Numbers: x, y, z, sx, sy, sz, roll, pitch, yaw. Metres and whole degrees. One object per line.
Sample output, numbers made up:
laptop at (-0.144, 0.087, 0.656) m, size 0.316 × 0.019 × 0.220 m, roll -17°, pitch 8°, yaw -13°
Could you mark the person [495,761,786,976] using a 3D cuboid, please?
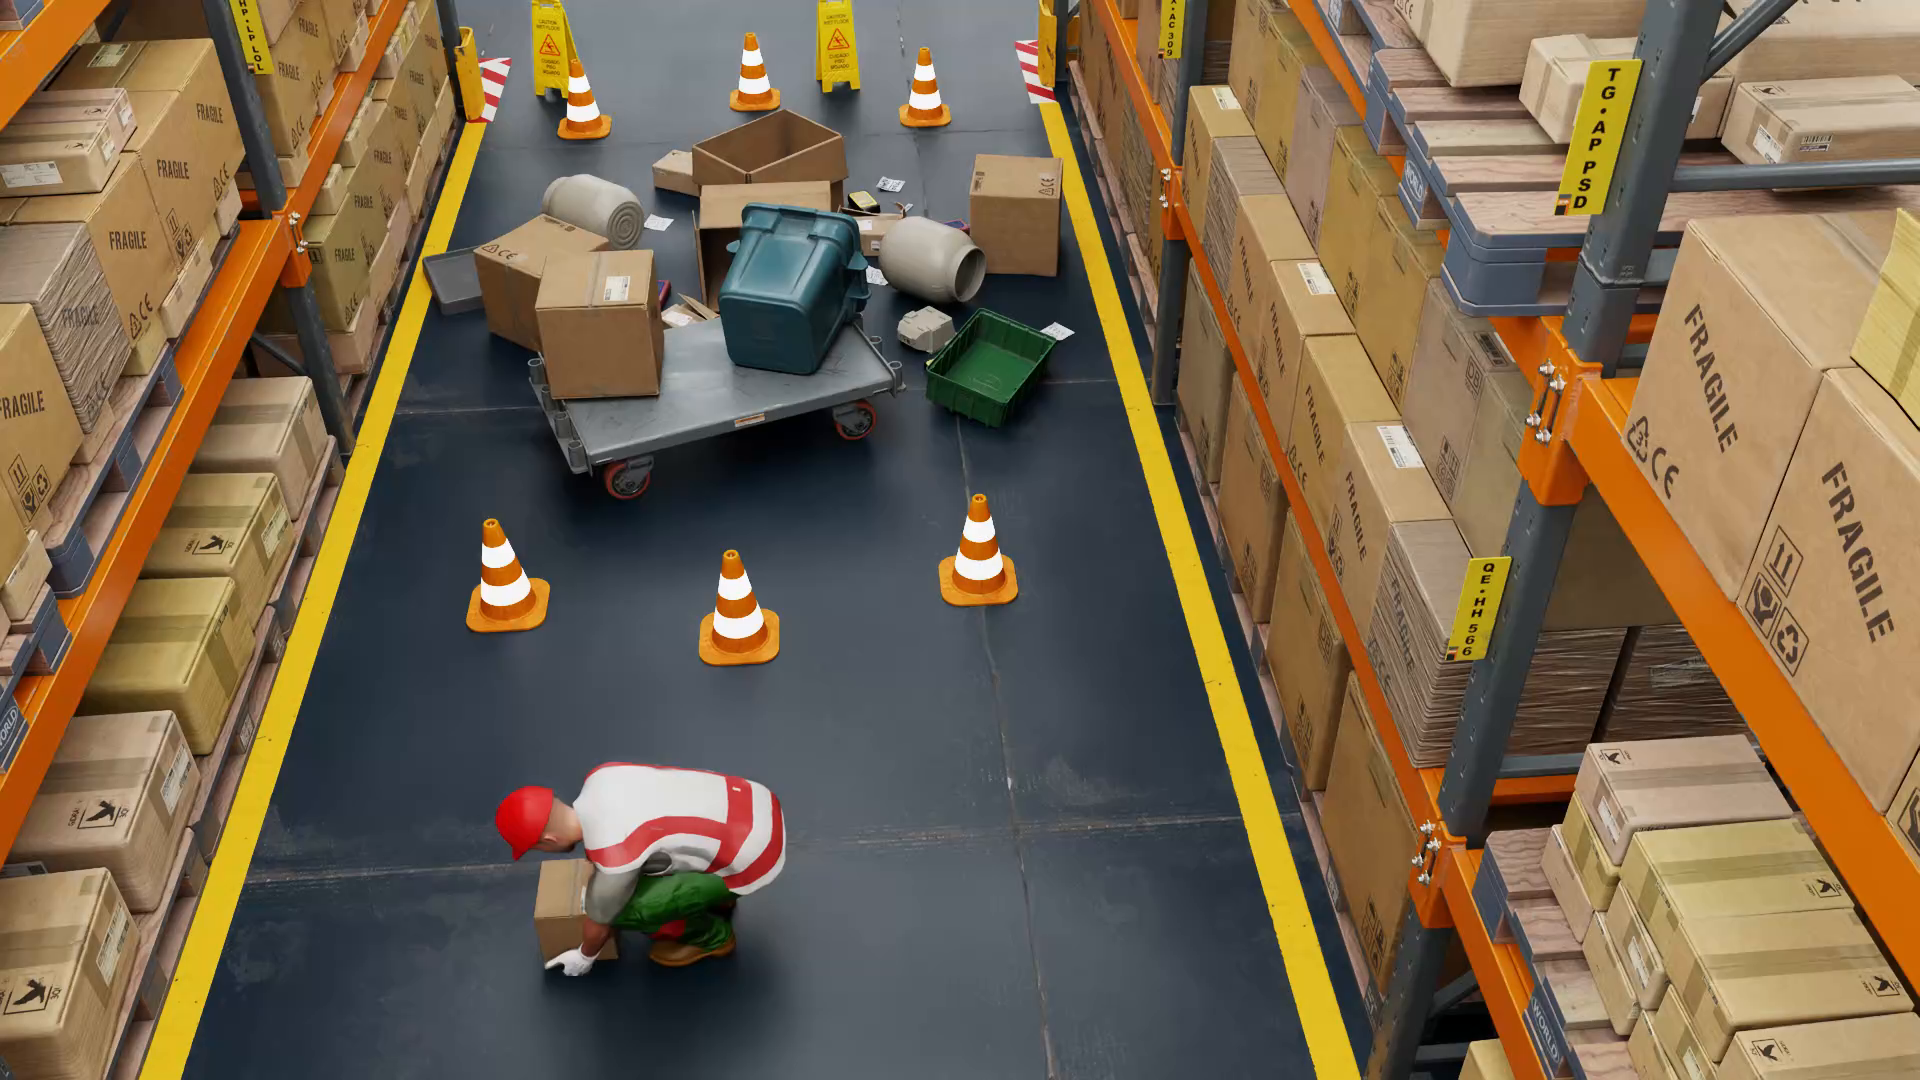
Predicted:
person at (-1.043, 1.102, 5.629) m, size 0.916 × 0.876 × 0.534 m, roll -3°, pitch 39°, yaw -4°
